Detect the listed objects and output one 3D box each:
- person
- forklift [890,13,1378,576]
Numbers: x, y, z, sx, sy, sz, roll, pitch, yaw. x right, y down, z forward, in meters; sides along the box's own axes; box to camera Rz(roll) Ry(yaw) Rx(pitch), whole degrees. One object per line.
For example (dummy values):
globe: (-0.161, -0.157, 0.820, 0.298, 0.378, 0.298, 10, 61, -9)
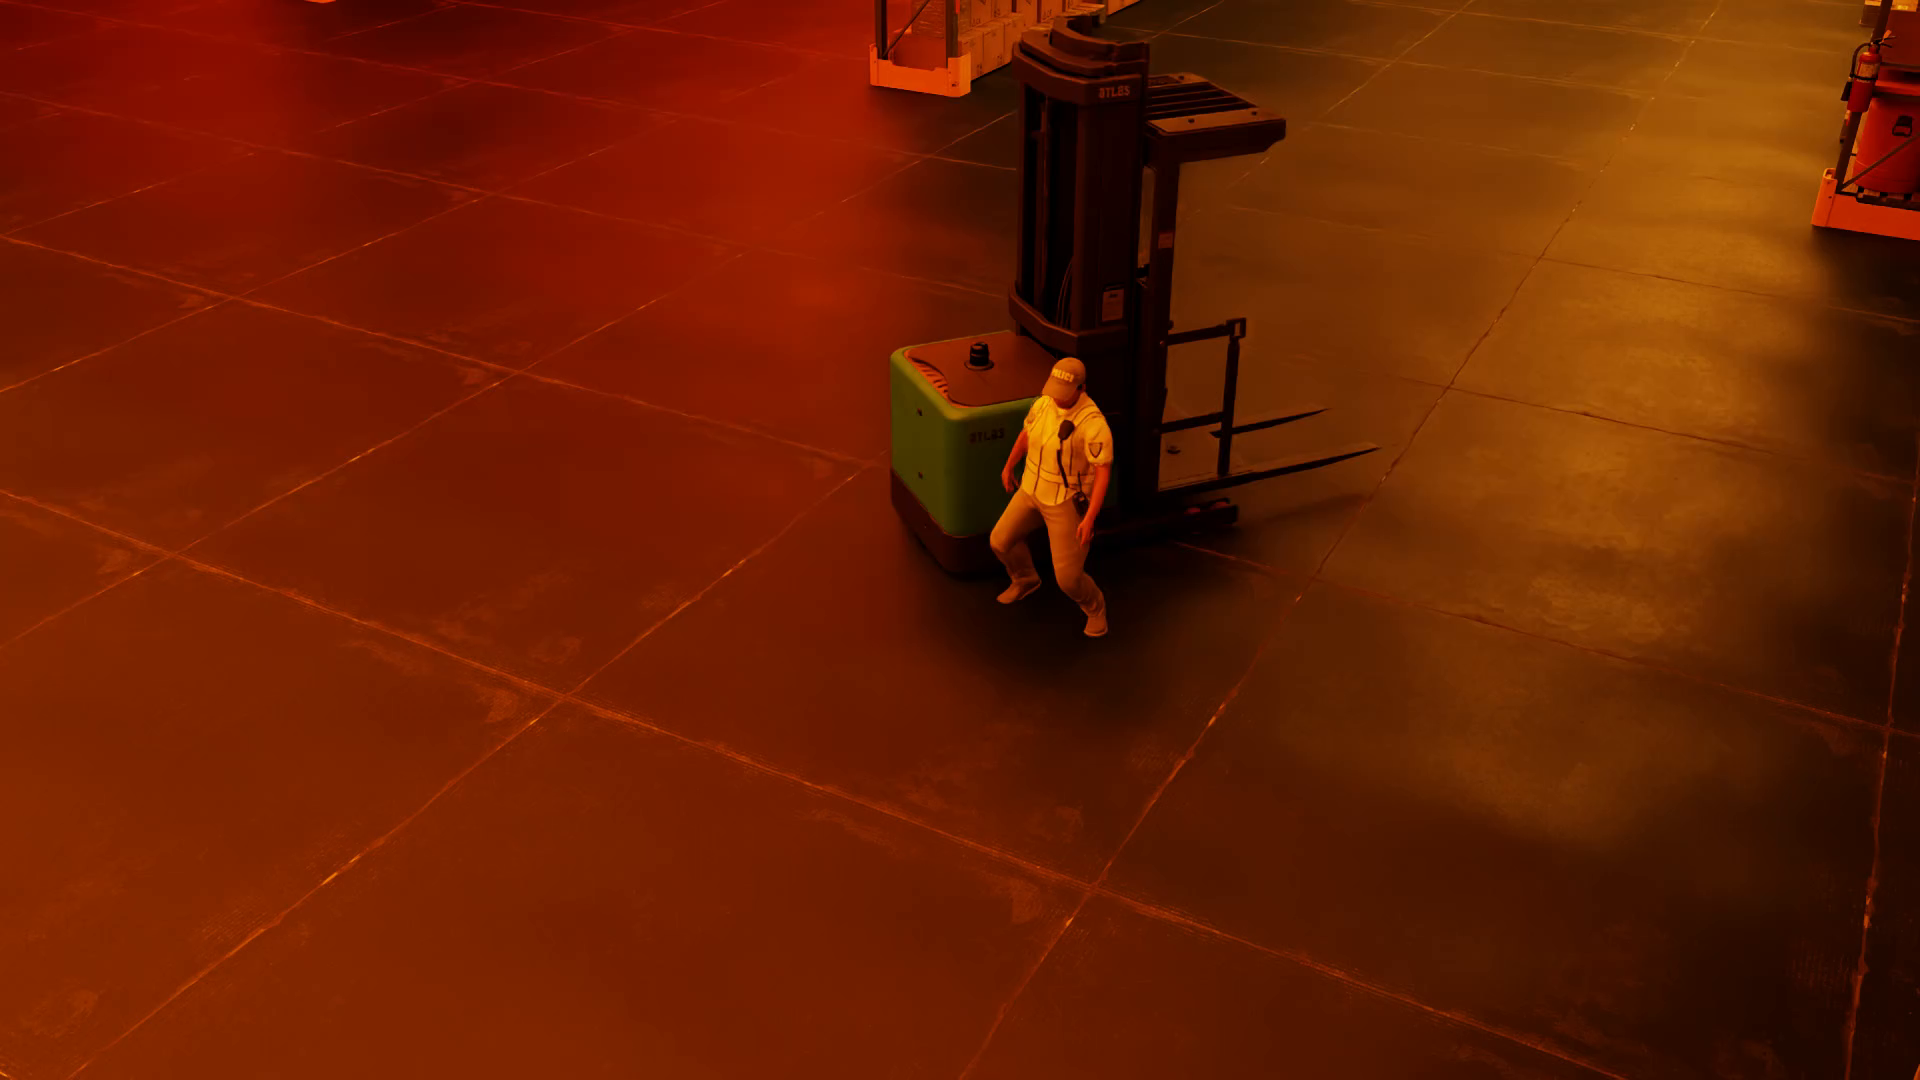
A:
person: (0.514, -0.240, 8.892, 0.486, 1.614, 0.783, -21, 36, -32)
forklift: (1.141, -1.531, 9.724, 3.031, 2.935, 1.130, -12, 32, -19)
